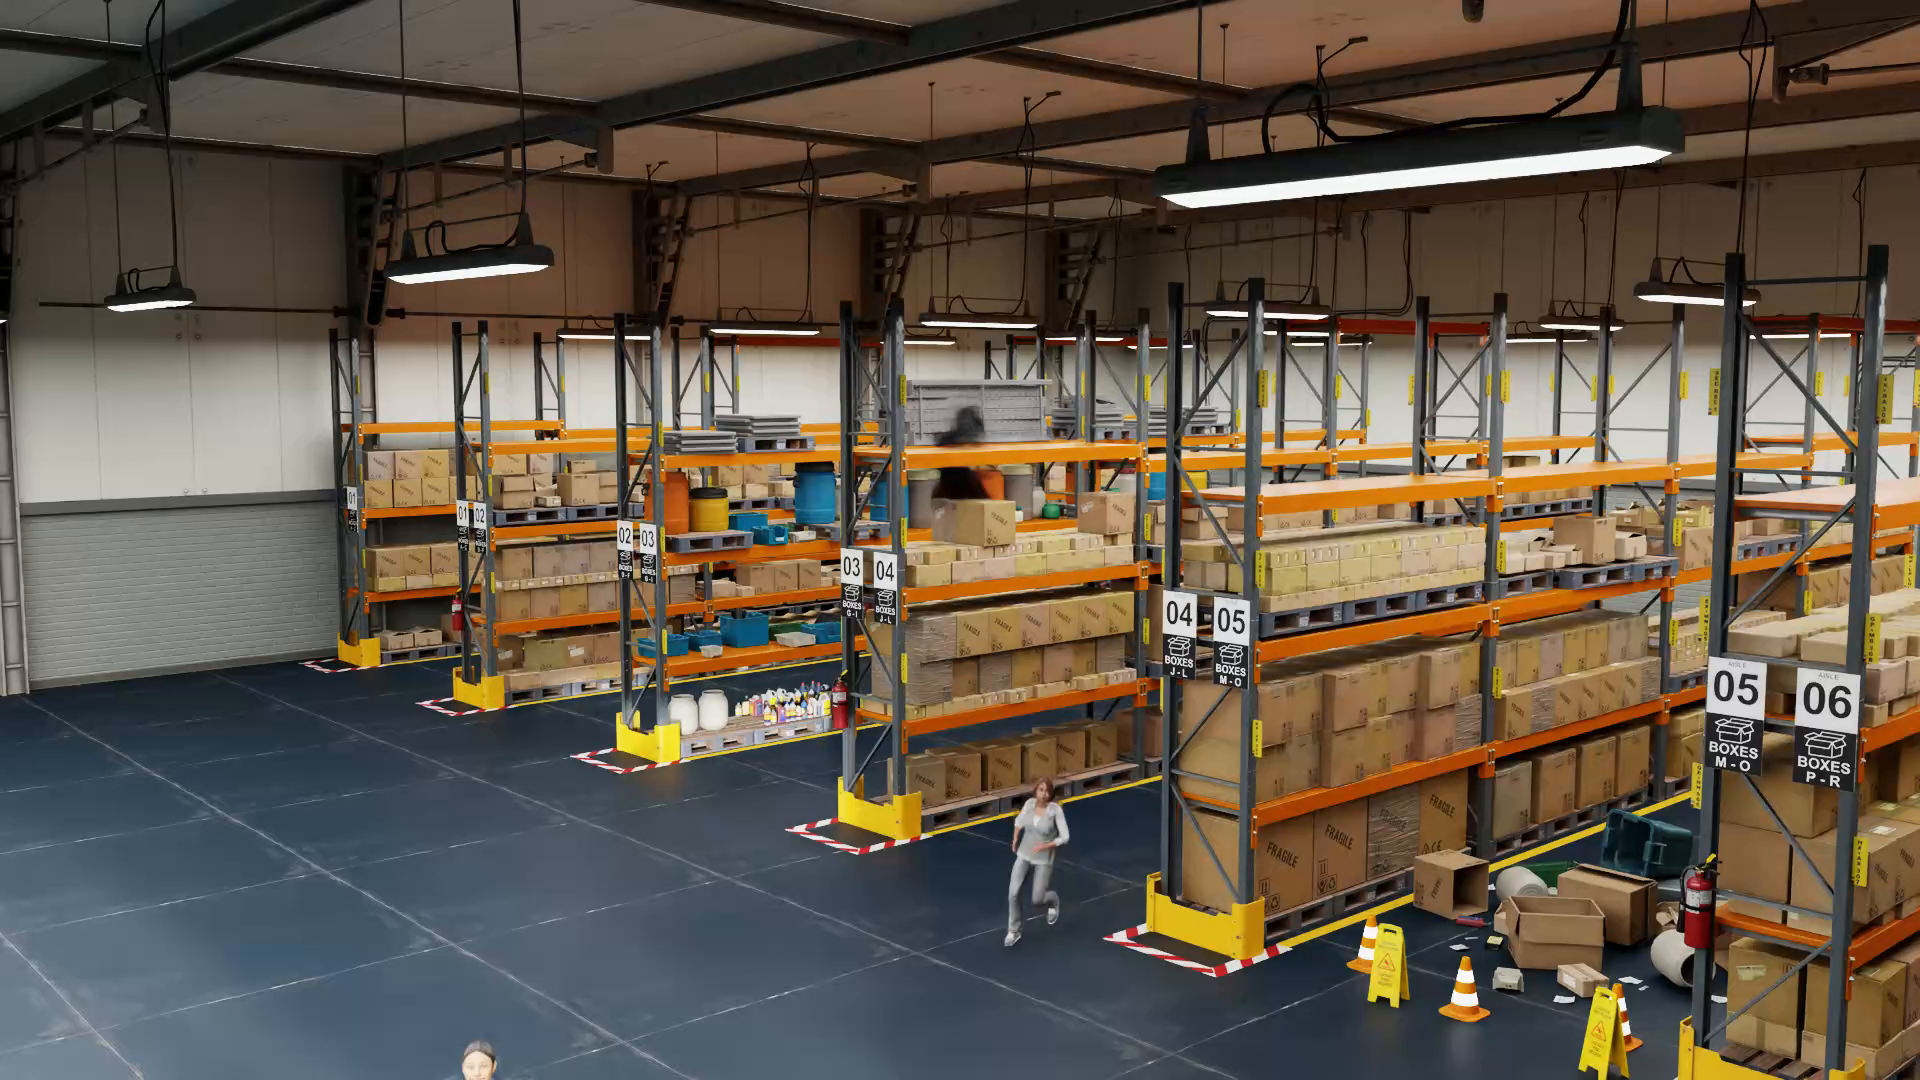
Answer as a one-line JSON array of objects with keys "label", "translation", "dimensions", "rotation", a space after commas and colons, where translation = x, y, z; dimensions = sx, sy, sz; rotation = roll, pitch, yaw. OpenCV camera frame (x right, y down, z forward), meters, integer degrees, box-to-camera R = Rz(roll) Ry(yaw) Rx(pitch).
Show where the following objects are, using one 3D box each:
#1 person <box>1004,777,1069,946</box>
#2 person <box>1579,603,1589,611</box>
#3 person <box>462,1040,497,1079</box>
[{"label": "person", "translation": [0.736, 2.922, 15.234], "dimensions": [0.565, 1.546, 0.647], "rotation": [3, 6, 26]}, {"label": "person", "translation": [9.832, 1.825, 26.153], "dimensions": [0.850, 1.484, 0.537], "rotation": [-6, 8, -45]}, {"label": "person", "translation": [-2.530, 3.467, 8.793], "dimensions": [0.594, 1.671, 0.858], "rotation": [-1, 6, -13]}]
